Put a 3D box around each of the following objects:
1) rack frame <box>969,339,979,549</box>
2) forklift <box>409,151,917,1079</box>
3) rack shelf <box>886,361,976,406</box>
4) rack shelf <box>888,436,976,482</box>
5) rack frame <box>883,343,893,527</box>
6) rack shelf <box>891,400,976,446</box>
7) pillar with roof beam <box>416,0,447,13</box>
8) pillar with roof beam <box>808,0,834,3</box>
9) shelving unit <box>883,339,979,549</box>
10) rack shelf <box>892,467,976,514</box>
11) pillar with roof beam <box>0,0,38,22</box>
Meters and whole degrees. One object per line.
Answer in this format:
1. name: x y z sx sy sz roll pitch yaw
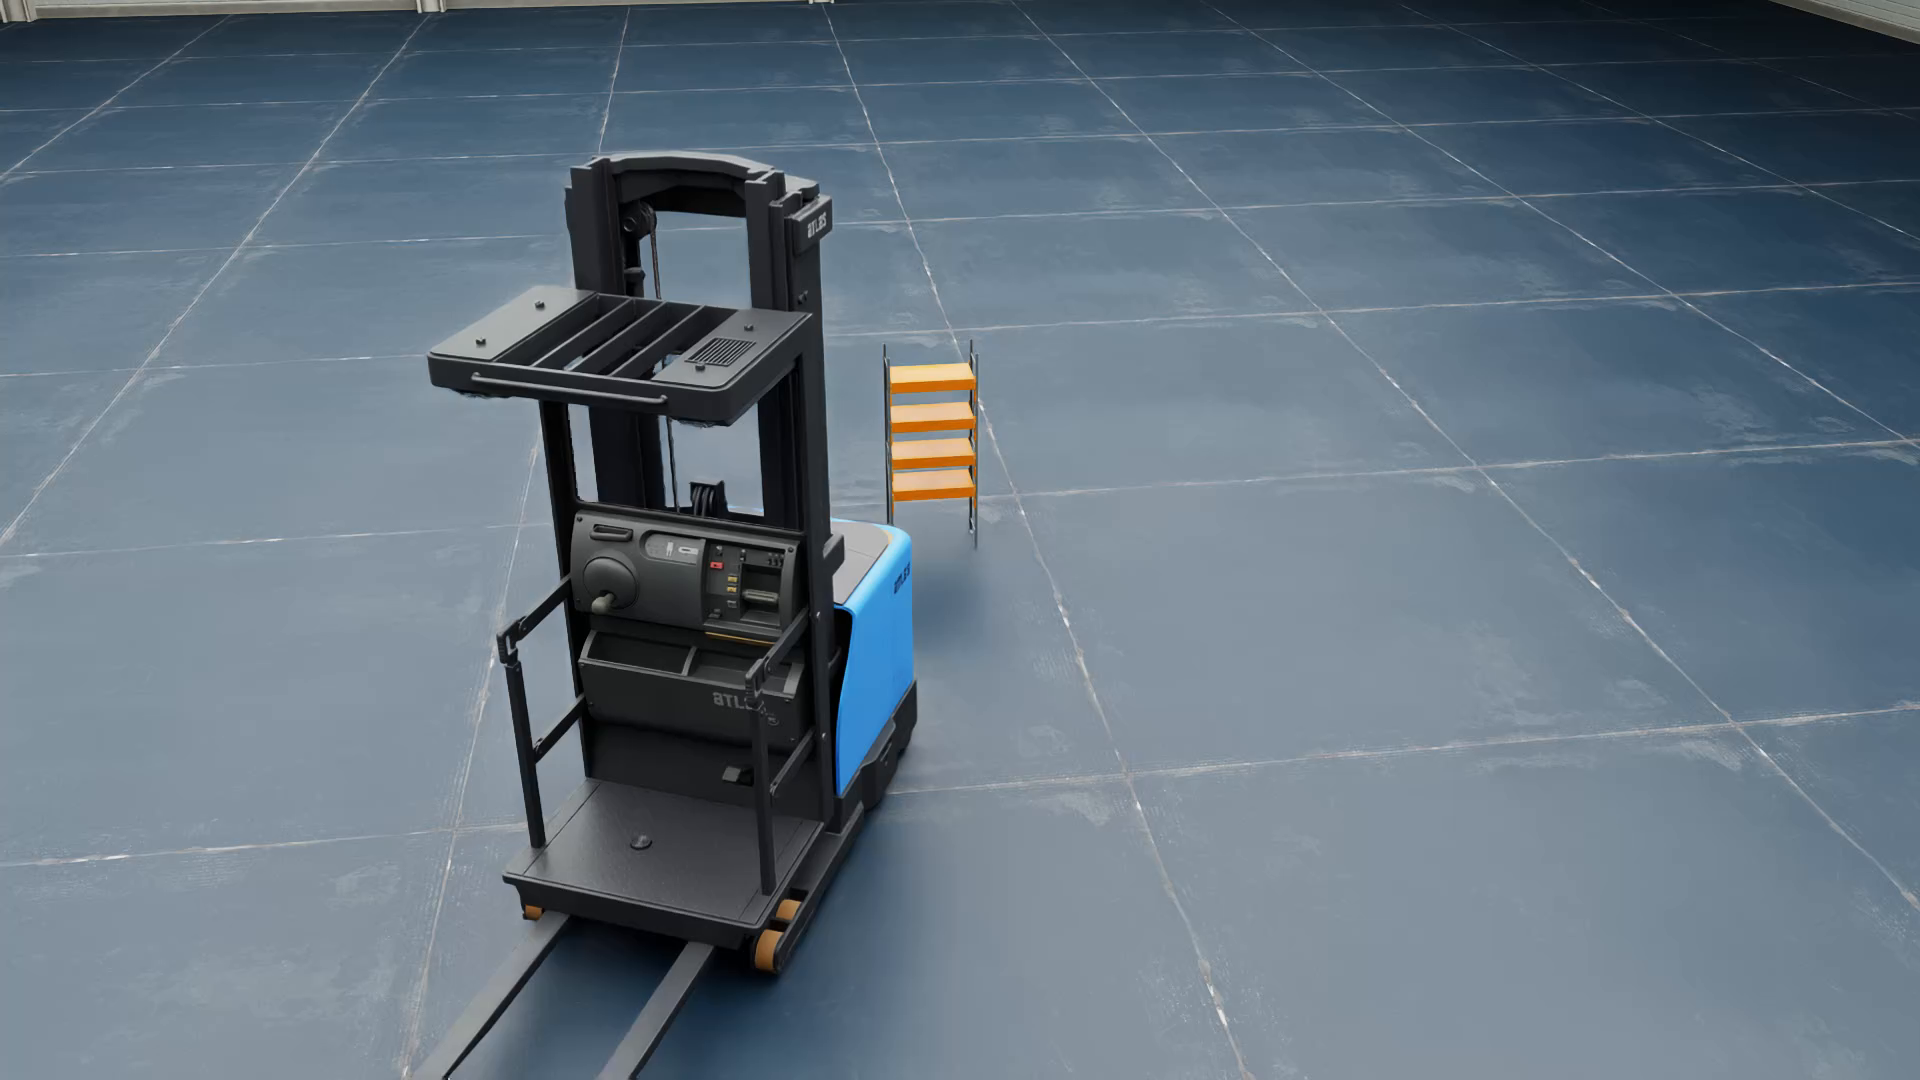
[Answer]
1. rack frame: 0.078 -0.539 9.486 0.015 1.200 0.240 -4 27 -7
2. forklift: -1.125 0.175 6.198 1.130 2.935 3.031 8 28 15
3. rack shelf: -0.164 -0.873 9.276 0.480 0.148 0.258 -4 27 -7
4. rack shelf: -0.164 -0.463 9.486 0.480 0.148 0.258 -4 27 -7
5. rack frame: -0.406 -0.508 9.425 0.015 1.200 0.240 -4 27 -7
6. rack shelf: -0.164 -0.662 9.384 0.480 0.148 0.258 -4 27 -7
7. pillar with roof beam: -7.548 -10.236 19.842 0.400 9.000 9.100 -4 27 -7
8. pillar with roof beam: -1.607 -10.617 20.585 0.400 9.000 9.100 -4 27 -7
9. shelving unit: -0.164 -0.523 9.456 0.503 1.200 0.258 -4 27 -7
10. rack shelf: -0.164 -0.287 9.577 0.480 0.148 0.258 -4 27 -7
11. pillar with roof beam: -13.490 -9.854 19.098 0.400 9.000 9.100 -4 27 -7
